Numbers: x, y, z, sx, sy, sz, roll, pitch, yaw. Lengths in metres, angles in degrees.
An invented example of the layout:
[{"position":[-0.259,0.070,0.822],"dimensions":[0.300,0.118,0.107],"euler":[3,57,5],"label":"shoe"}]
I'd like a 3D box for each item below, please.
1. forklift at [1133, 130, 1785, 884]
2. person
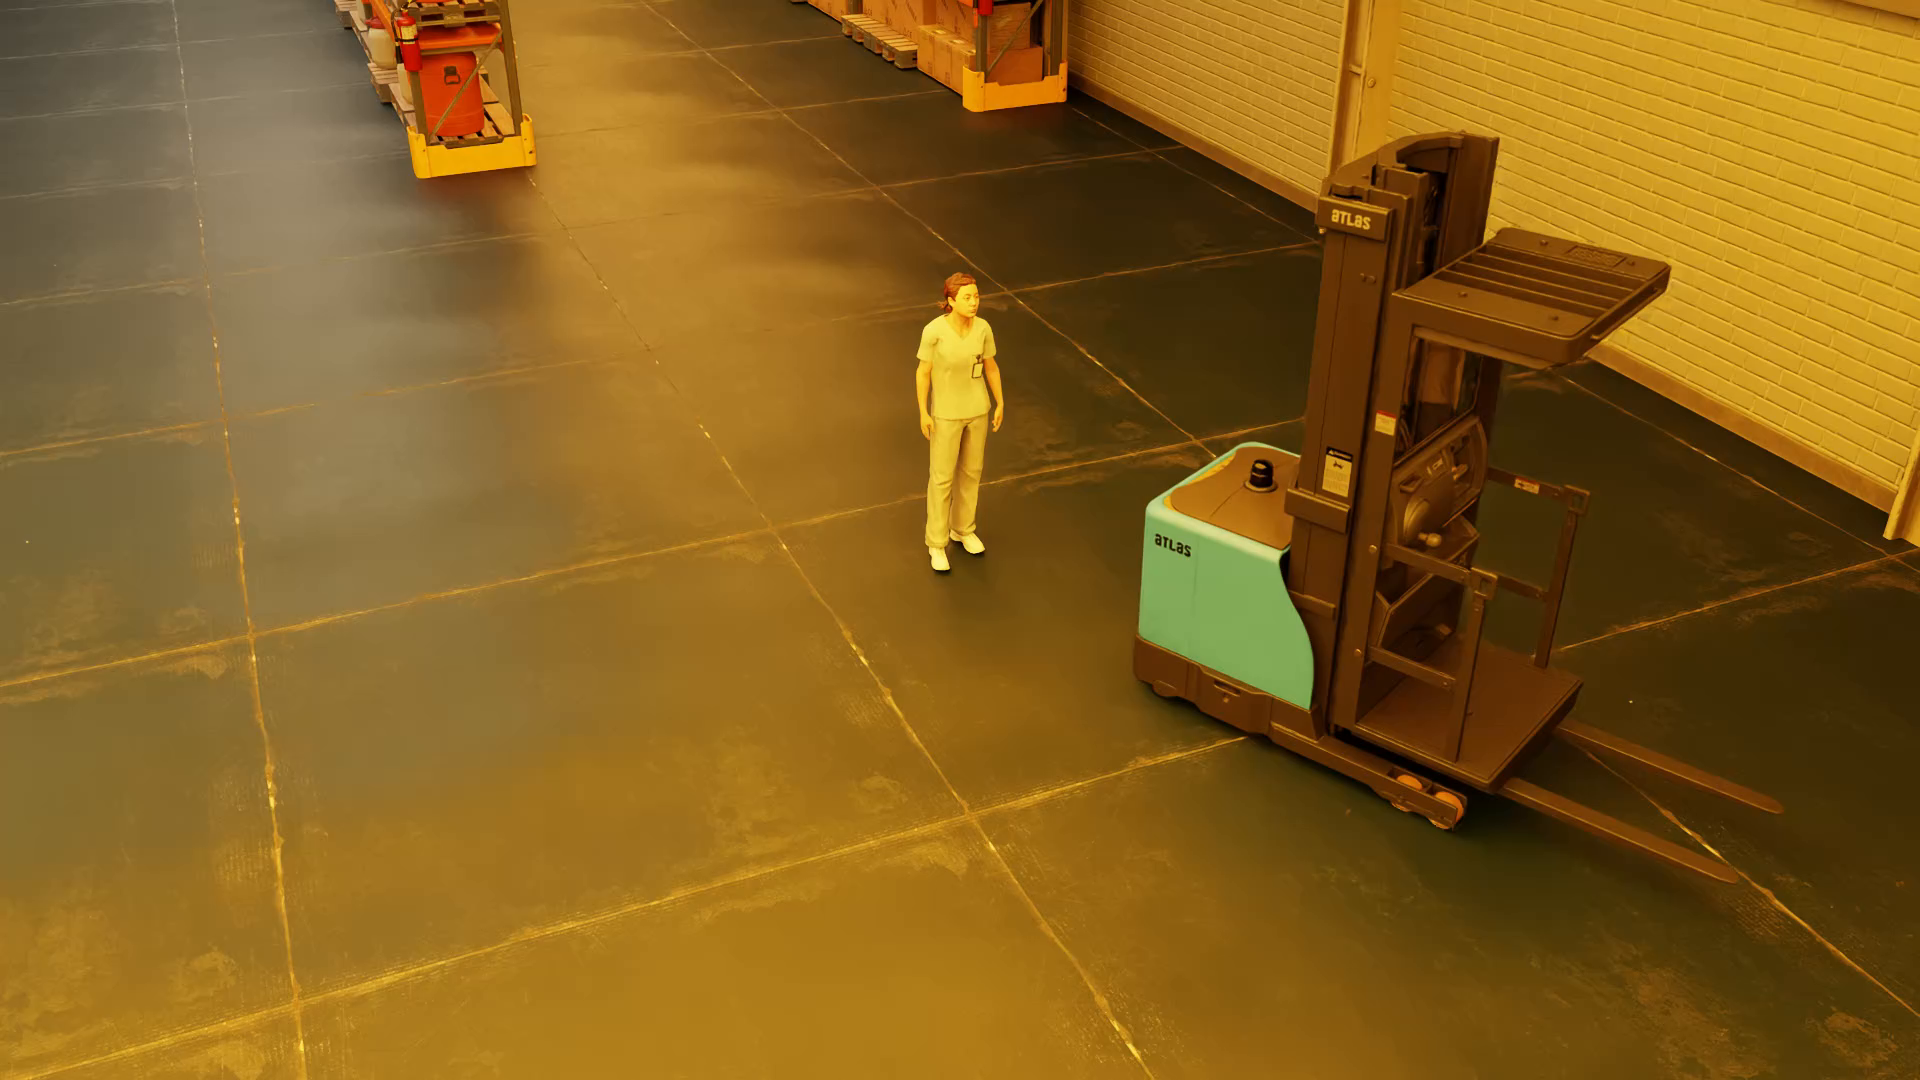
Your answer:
[{"position":[2.357,-0.229,7.521],"dimensions":[3.031,2.935,1.130],"euler":[23,37,34],"label":"forklift"},{"position":[0.017,-0.698,9.590],"dimensions":[0.549,1.675,0.549],"euler":[-12,32,-20],"label":"person"}]
